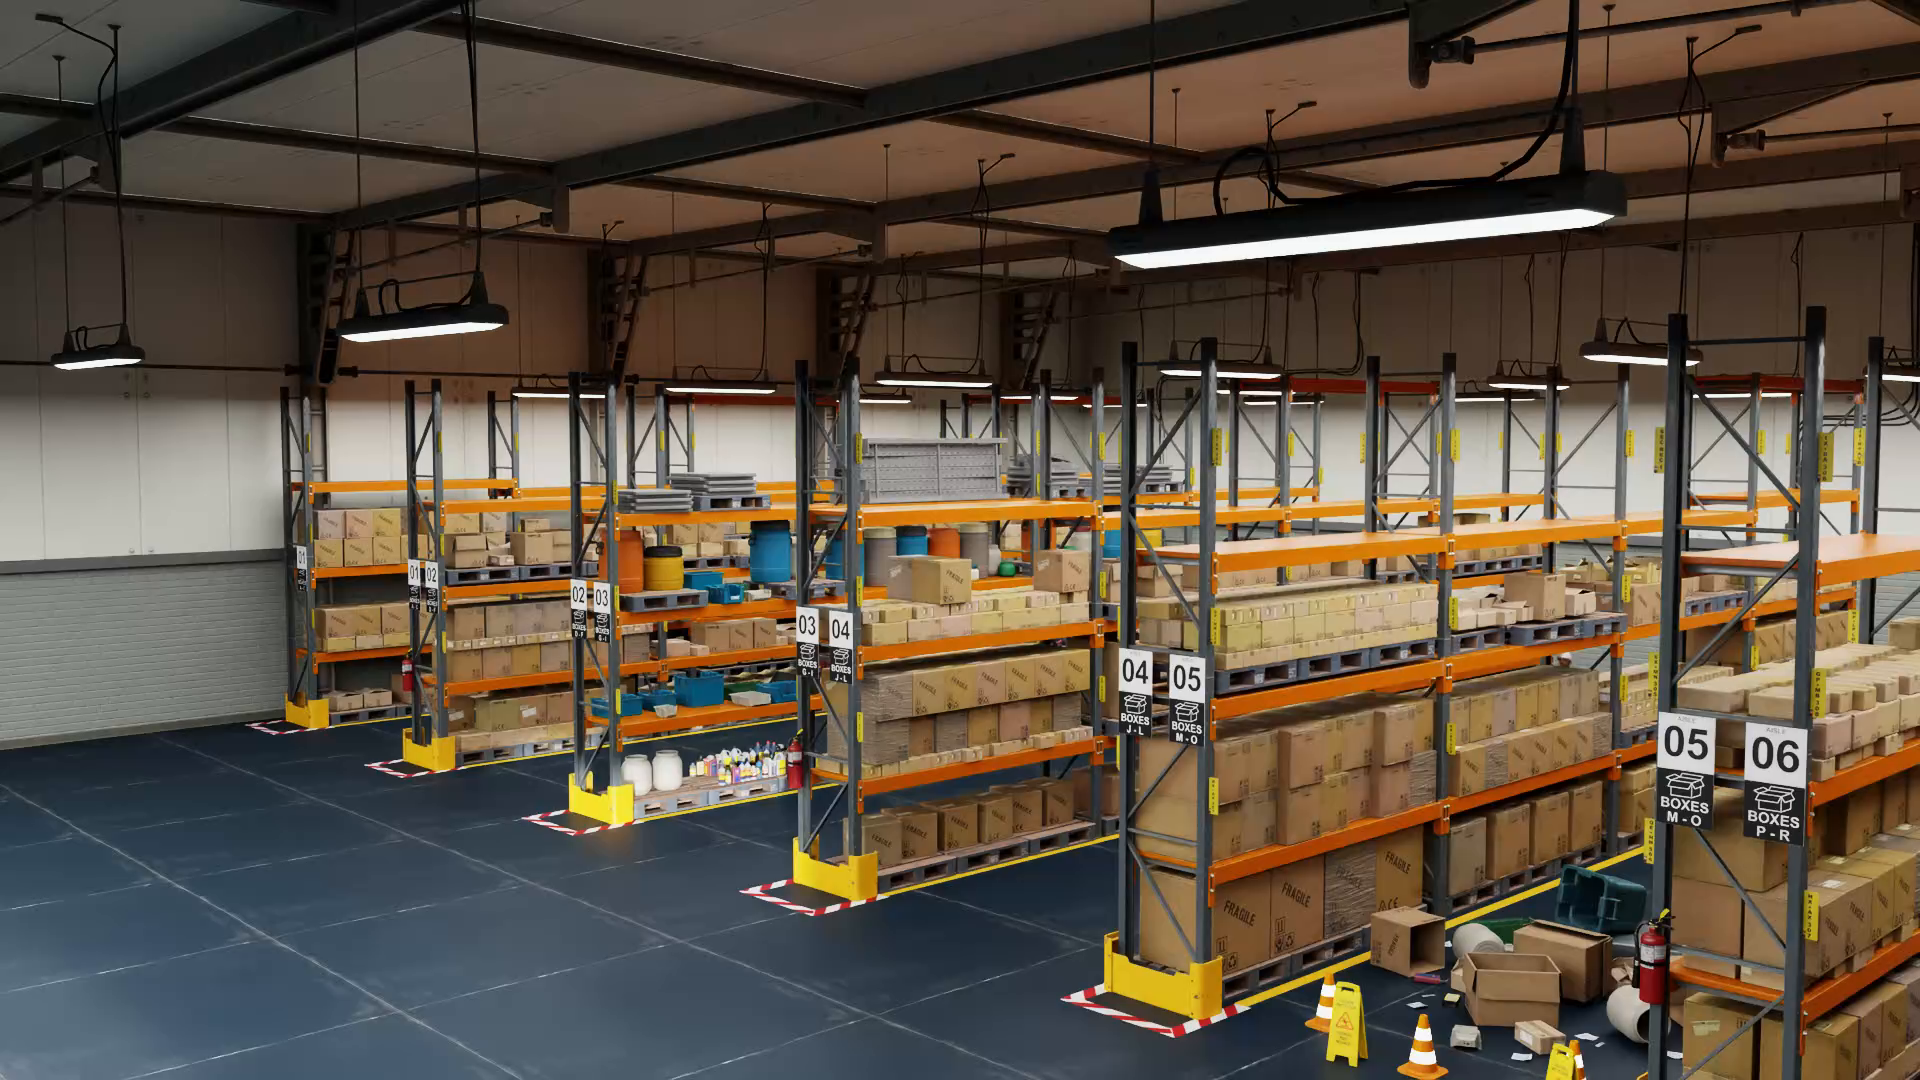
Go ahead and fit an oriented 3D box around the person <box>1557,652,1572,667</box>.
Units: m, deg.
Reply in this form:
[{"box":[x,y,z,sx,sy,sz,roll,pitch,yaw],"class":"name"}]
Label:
[{"box":[9.346,2.624,25.855,0.654,1.793,0.715,2,4,34],"class":"person"}]
